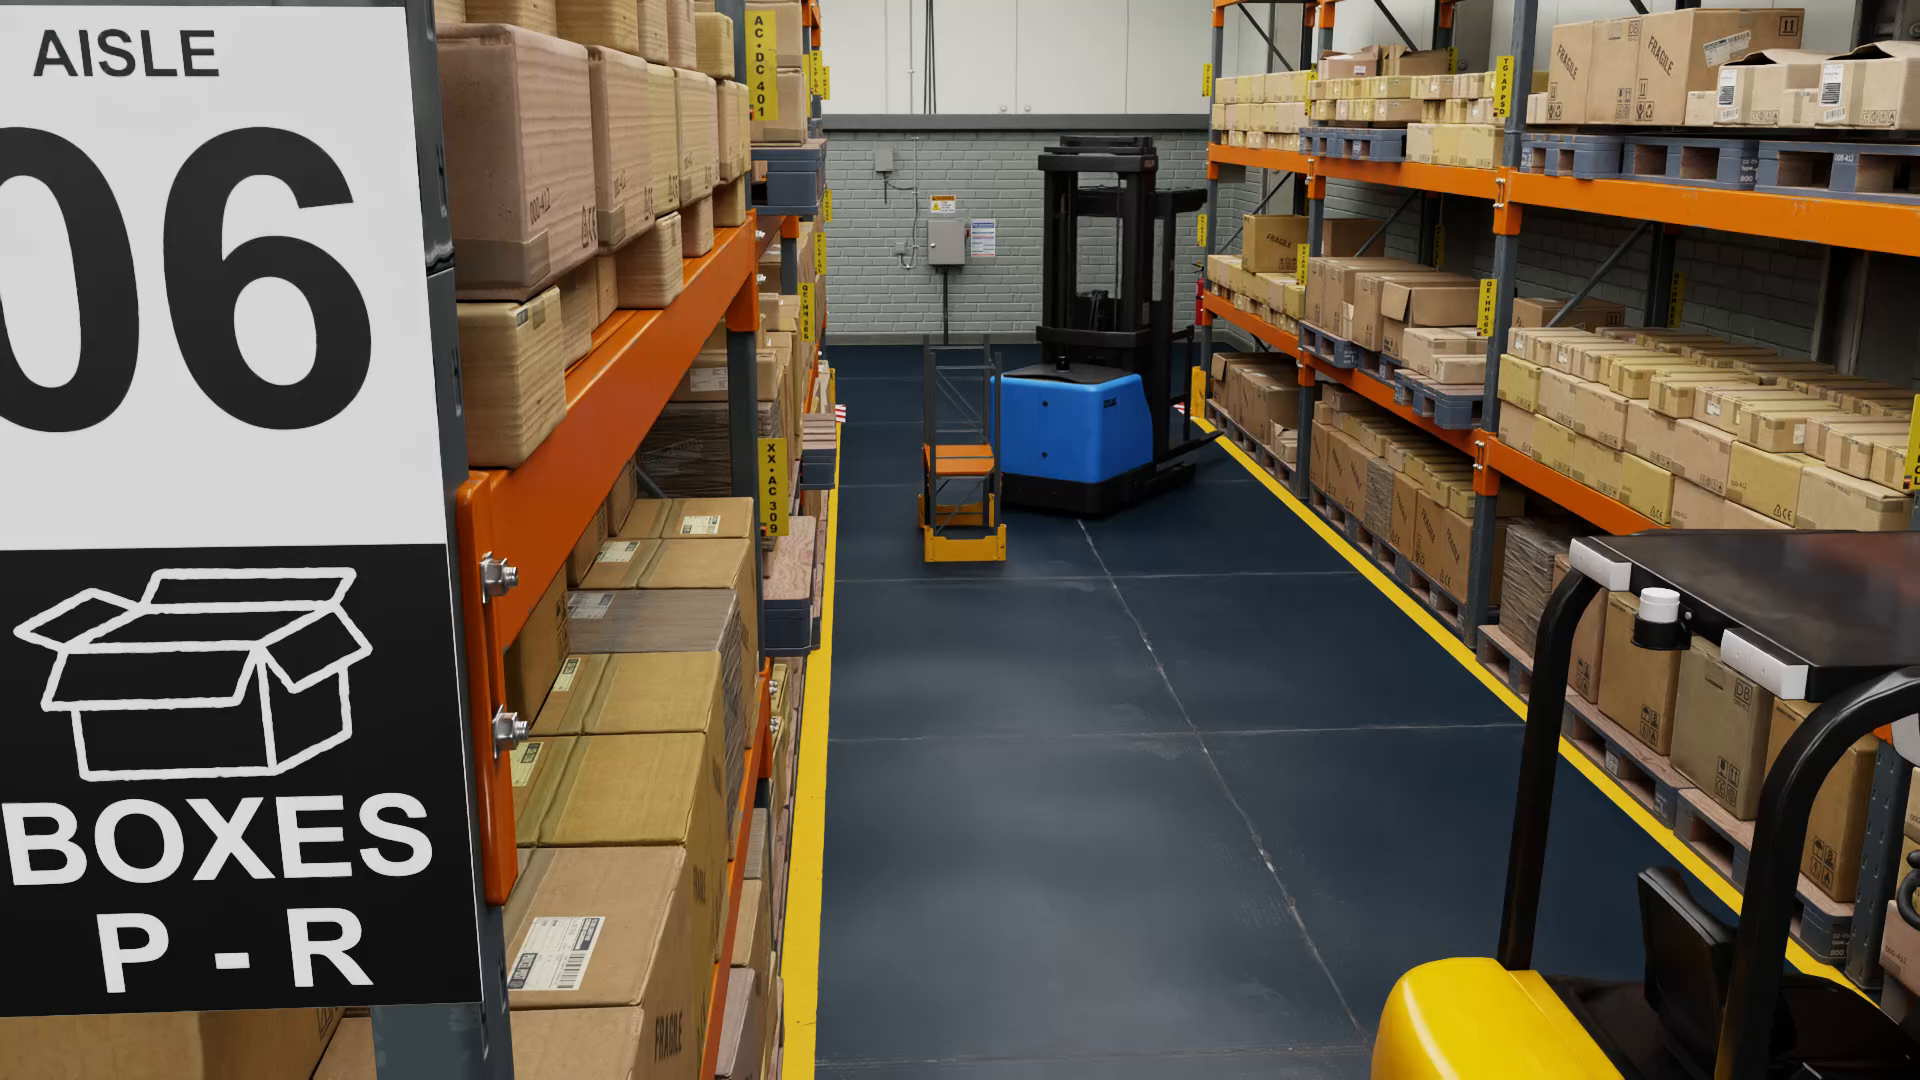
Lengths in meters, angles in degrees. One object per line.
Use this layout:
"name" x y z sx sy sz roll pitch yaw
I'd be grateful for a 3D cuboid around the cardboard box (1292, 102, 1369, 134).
"cardboard box" 3.025 -3.449 13.596 0.500 0.250 0.500 -1 14 -3

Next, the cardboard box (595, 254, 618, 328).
"cardboard box" -0.750 -0.423 2.635 0.380 0.149 0.250 -1 14 -5

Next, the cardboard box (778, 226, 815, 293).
"cardboard box" -1.332 -2.028 12.182 0.500 0.500 0.500 -1 14 -2

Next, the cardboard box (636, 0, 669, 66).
"cardboard box" -0.696 -0.871 2.776 0.380 0.149 0.250 0 14 -2

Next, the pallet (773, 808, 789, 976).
"pallet" -1.203 1.415 6.603 1.003 0.211 1.213 -1 14 -3

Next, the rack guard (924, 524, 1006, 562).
"rack guard" 0.036 0.022 11.940 0.587 0.250 0.087 -1 14 -3

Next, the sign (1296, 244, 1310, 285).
"sign" 2.764 -2.218 13.389 0.100 0.325 0.005 -1 14 -3

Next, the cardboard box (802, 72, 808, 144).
"cardboard box" -0.822 -1.603 6.174 0.500 0.250 0.500 -1 14 -4

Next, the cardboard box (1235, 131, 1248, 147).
"cardboard box" 2.822 -3.794 15.738 0.380 0.149 0.250 -1 14 -4

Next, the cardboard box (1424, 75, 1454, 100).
"cardboard box" 3.174 -2.872 10.554 0.380 0.149 0.250 -1 14 -5

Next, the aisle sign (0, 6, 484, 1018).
"aisle sign" -0.593 0.005 1.271 0.394 0.787 0.004 -1 14 -3

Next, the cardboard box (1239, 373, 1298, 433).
"cardboard box" 2.947 -1.297 15.720 0.500 0.500 0.500 -1 14 -2

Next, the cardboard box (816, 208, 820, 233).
"cardboard box" -1.483 -2.639 14.558 0.500 0.500 0.500 -1 14 -2

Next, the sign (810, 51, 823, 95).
"sign" -1.108 -3.598 12.800 0.100 0.325 0.005 -1 14 -3

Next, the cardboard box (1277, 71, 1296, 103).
"cardboard box" 2.993 -3.823 14.046 0.500 0.250 0.500 -1 14 -4

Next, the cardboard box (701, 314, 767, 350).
"cardboard box" -1.000 -0.843 6.840 0.380 0.149 0.250 0 14 0

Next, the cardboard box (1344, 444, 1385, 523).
"cardboard box" 3.179 -0.421 12.318 0.500 0.500 0.500 -1 14 -5

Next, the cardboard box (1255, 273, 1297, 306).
"cardboard box" 2.966 -2.252 14.962 0.500 0.250 0.500 -1 14 -4

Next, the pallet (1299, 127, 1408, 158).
"pallet" 3.275 -3.007 12.552 1.213 0.211 1.003 -1 14 -3

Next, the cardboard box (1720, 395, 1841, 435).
"cardboard box" 3.459 -0.518 7.019 0.380 0.149 0.250 -1 14 -5

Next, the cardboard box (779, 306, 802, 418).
"cardboard box" -1.053 -0.895 8.345 0.500 0.500 0.500 -1 14 -4

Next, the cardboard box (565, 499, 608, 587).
"cardboard box" -1.333 -0.178 4.395 0.700 0.500 0.500 -1 14 -3

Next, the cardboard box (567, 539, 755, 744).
"cardboard box" -0.839 0.300 4.541 0.500 0.500 0.500 0 14 -2

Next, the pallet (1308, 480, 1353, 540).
"pallet" 3.393 -0.257 13.100 1.003 0.211 1.213 -1 14 -3

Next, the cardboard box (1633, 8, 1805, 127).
"cardboard box" 3.417 -2.130 7.521 0.500 0.500 0.500 -1 14 -2

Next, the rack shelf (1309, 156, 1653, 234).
"rack shelf" 3.429 -2.416 11.319 1.077 0.370 4.000 -1 14 -3

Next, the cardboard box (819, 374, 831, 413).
"cardboard box" -1.691 -1.299 15.853 0.875 0.438 0.875 0 14 -2

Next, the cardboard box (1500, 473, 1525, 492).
"cardboard box" 3.746 -0.383 10.866 0.380 0.149 0.250 -1 14 -3

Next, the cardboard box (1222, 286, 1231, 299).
"cardboard box" 2.865 -2.533 16.857 0.380 0.149 0.250 -1 14 -2

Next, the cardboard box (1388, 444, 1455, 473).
"cardboard box" 3.215 -0.570 11.594 0.380 0.149 0.250 -2 15 -6

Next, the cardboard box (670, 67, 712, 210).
"cardboard box" -0.761 -0.781 3.228 0.500 0.250 0.500 -1 14 -2

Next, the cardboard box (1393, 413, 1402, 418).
"cardboard box" 3.637 -0.963 13.123 0.380 0.149 0.250 -1 14 -3

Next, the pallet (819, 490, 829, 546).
"pallet" -1.526 -0.190 12.842 1.003 0.211 1.213 -1 14 -3

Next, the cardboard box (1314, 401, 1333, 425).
"cardboard box" 3.061 -1.022 13.352 0.380 0.149 0.250 0 14 -1

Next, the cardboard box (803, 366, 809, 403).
"cardboard box" -1.257 -1.047 10.879 0.500 0.250 0.500 0 14 -2

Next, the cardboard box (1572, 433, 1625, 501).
"cardboard box" 3.401 -0.374 8.262 0.500 0.250 0.500 -1 14 -5

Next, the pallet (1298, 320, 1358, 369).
"pallet" 3.245 -1.515 12.782 1.003 0.211 1.213 -1 14 -3

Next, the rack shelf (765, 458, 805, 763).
"rack shelf" -1.277 0.109 7.525 1.077 0.370 4.000 -1 14 -3

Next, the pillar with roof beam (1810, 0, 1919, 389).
"pillar with roof beam" 0.236 -3.343 7.458 9.100 9.000 0.400 -1 14 -3

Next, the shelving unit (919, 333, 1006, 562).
"shelving unit" 0.005 -0.707 12.266 0.587 1.500 1.083 -1 14 -3

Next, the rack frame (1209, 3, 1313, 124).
"rack frame" 3.057 -5.709 16.656 1.000 3.000 0.127 -1 14 -3

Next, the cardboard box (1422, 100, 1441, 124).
"cardboard box" 3.237 -2.792 10.839 0.380 0.149 0.250 0 14 -2

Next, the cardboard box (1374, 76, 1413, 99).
"cardboard box" 3.039 -3.073 11.292 0.380 0.149 0.250 -1 14 -3

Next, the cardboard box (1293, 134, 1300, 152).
"cardboard box" 2.976 -3.286 13.761 0.380 0.149 0.250 -1 14 -4

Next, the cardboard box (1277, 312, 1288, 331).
"cardboard box" 2.955 -1.891 14.361 0.380 0.149 0.250 -1 14 -2

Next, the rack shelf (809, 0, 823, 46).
"rack shelf" -1.773 -4.592 14.560 1.077 0.370 4.000 -1 14 -3

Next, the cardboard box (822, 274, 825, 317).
"cardboard box" -1.500 -2.278 15.158 0.500 0.500 0.500 0 14 -2

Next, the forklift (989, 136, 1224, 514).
"forklift" 1.403 -1.940 14.184 1.130 2.935 3.031 9 17 30

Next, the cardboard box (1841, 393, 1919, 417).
"cardboard box" 3.987 -0.528 7.055 0.380 0.149 0.250 -1 14 -3

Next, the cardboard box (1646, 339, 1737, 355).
"cardboard box" 3.858 -0.970 8.775 0.380 0.149 0.250 -1 14 -3

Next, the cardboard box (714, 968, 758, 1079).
"cardboard box" -0.783 1.420 4.159 0.500 0.500 0.500 0 14 0

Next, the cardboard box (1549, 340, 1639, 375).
"cardboard box" 3.338 -0.963 8.747 0.380 0.149 0.250 0 14 -2

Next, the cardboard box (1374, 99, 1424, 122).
"cardboard box" 3.047 -2.929 11.333 0.380 0.149 0.250 -1 14 -2

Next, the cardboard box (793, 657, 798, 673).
"cardboard box" -1.376 0.473 9.097 0.950 0.372 0.625 -2 15 -7

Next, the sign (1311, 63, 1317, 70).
"sign" 3.612 -4.689 16.933 0.100 0.325 0.005 -1 14 -3

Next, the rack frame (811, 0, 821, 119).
"rack frame" -1.897 -5.631 16.354 1.000 3.000 0.127 -1 14 -3

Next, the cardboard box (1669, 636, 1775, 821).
"cardboard box" 3.716 0.805 7.302 0.875 0.625 0.625 -1 14 -4

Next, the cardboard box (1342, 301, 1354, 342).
"cardboard box" 3.008 -1.596 12.135 0.396 0.266 0.258 0 14 -1

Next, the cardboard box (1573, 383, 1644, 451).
"cardboard box" 3.380 -0.614 8.192 0.500 0.250 0.500 -1 14 -5
